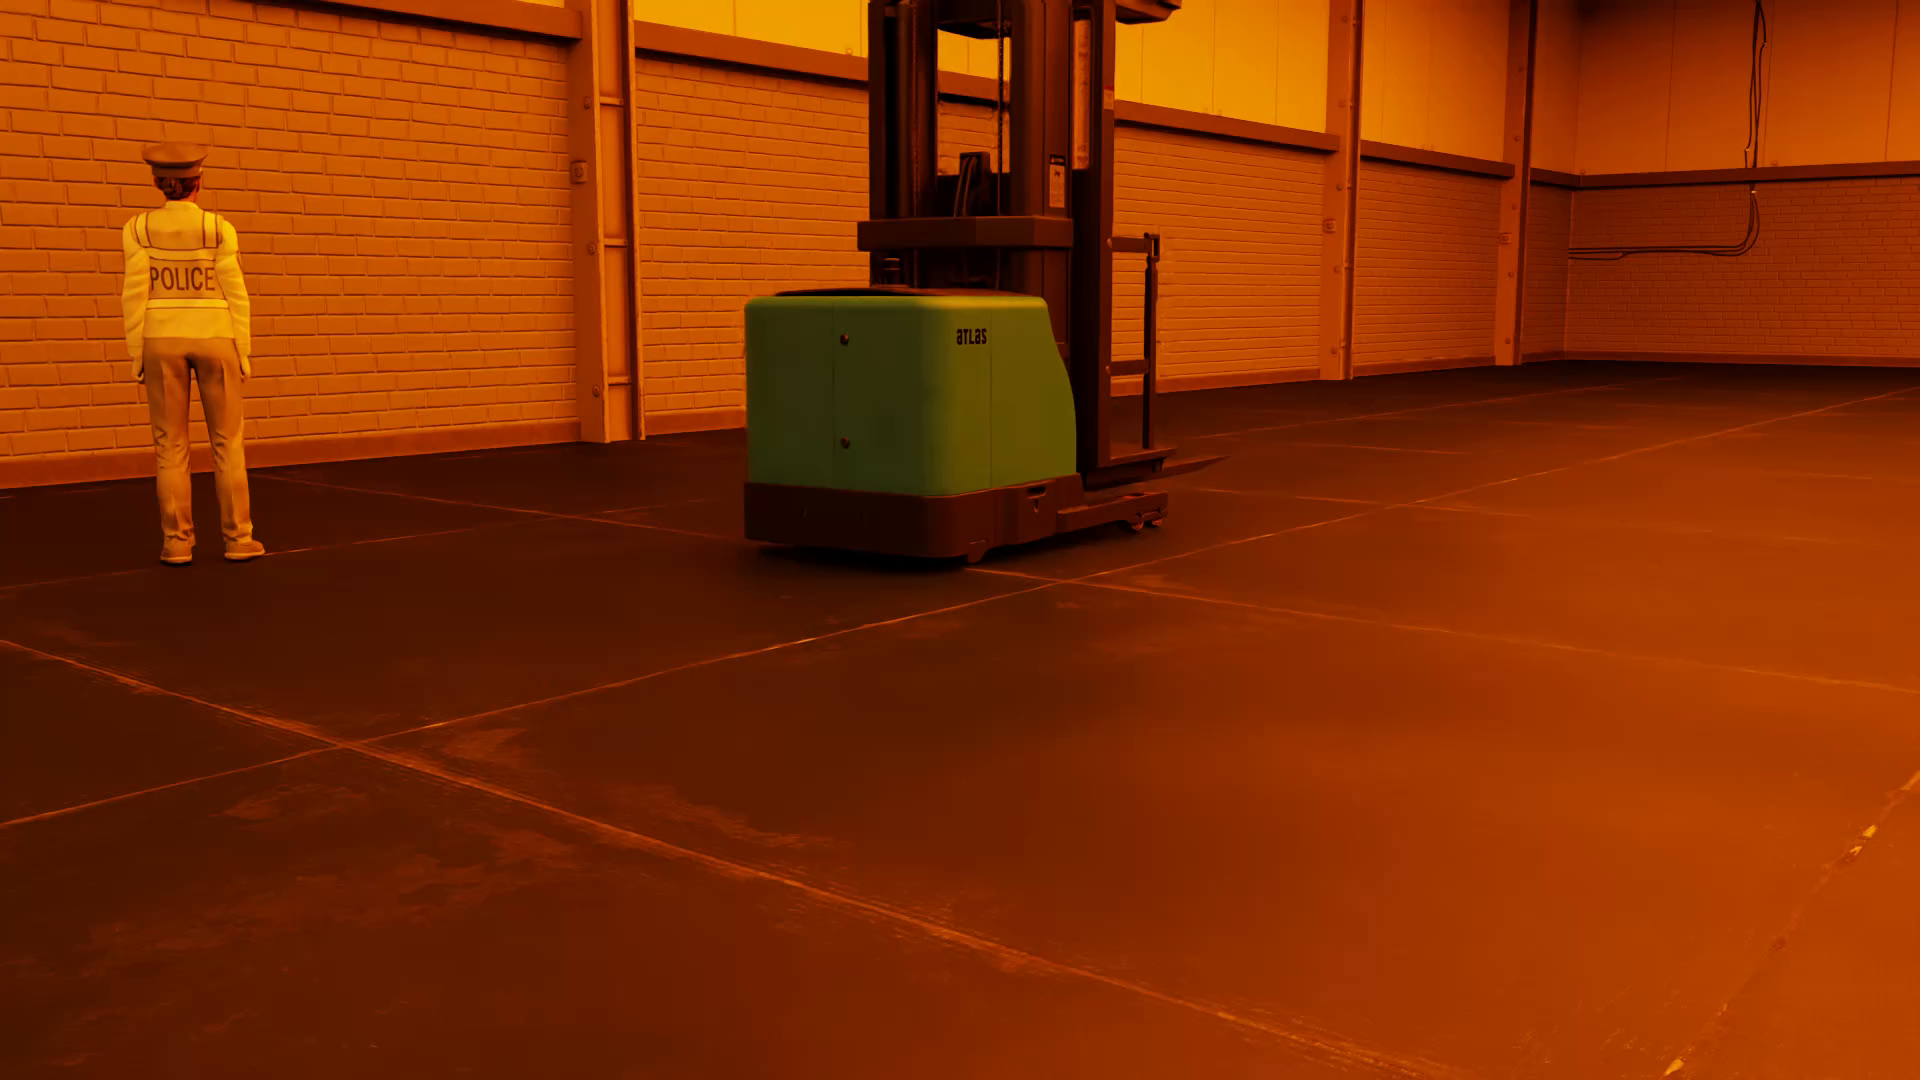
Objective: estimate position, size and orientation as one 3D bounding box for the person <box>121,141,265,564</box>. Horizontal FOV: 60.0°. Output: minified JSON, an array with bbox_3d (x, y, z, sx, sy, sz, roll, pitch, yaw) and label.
[{"bbox_3d":[-3.105,-0.751,6.712,0.463,1.692,0.339,-3,9,-20],"label":"person"}]

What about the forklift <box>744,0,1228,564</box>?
[{"bbox_3d":[0.329,-1.527,7.717,1.130,2.935,3.031,5,10,33],"label":"forklift"}]
